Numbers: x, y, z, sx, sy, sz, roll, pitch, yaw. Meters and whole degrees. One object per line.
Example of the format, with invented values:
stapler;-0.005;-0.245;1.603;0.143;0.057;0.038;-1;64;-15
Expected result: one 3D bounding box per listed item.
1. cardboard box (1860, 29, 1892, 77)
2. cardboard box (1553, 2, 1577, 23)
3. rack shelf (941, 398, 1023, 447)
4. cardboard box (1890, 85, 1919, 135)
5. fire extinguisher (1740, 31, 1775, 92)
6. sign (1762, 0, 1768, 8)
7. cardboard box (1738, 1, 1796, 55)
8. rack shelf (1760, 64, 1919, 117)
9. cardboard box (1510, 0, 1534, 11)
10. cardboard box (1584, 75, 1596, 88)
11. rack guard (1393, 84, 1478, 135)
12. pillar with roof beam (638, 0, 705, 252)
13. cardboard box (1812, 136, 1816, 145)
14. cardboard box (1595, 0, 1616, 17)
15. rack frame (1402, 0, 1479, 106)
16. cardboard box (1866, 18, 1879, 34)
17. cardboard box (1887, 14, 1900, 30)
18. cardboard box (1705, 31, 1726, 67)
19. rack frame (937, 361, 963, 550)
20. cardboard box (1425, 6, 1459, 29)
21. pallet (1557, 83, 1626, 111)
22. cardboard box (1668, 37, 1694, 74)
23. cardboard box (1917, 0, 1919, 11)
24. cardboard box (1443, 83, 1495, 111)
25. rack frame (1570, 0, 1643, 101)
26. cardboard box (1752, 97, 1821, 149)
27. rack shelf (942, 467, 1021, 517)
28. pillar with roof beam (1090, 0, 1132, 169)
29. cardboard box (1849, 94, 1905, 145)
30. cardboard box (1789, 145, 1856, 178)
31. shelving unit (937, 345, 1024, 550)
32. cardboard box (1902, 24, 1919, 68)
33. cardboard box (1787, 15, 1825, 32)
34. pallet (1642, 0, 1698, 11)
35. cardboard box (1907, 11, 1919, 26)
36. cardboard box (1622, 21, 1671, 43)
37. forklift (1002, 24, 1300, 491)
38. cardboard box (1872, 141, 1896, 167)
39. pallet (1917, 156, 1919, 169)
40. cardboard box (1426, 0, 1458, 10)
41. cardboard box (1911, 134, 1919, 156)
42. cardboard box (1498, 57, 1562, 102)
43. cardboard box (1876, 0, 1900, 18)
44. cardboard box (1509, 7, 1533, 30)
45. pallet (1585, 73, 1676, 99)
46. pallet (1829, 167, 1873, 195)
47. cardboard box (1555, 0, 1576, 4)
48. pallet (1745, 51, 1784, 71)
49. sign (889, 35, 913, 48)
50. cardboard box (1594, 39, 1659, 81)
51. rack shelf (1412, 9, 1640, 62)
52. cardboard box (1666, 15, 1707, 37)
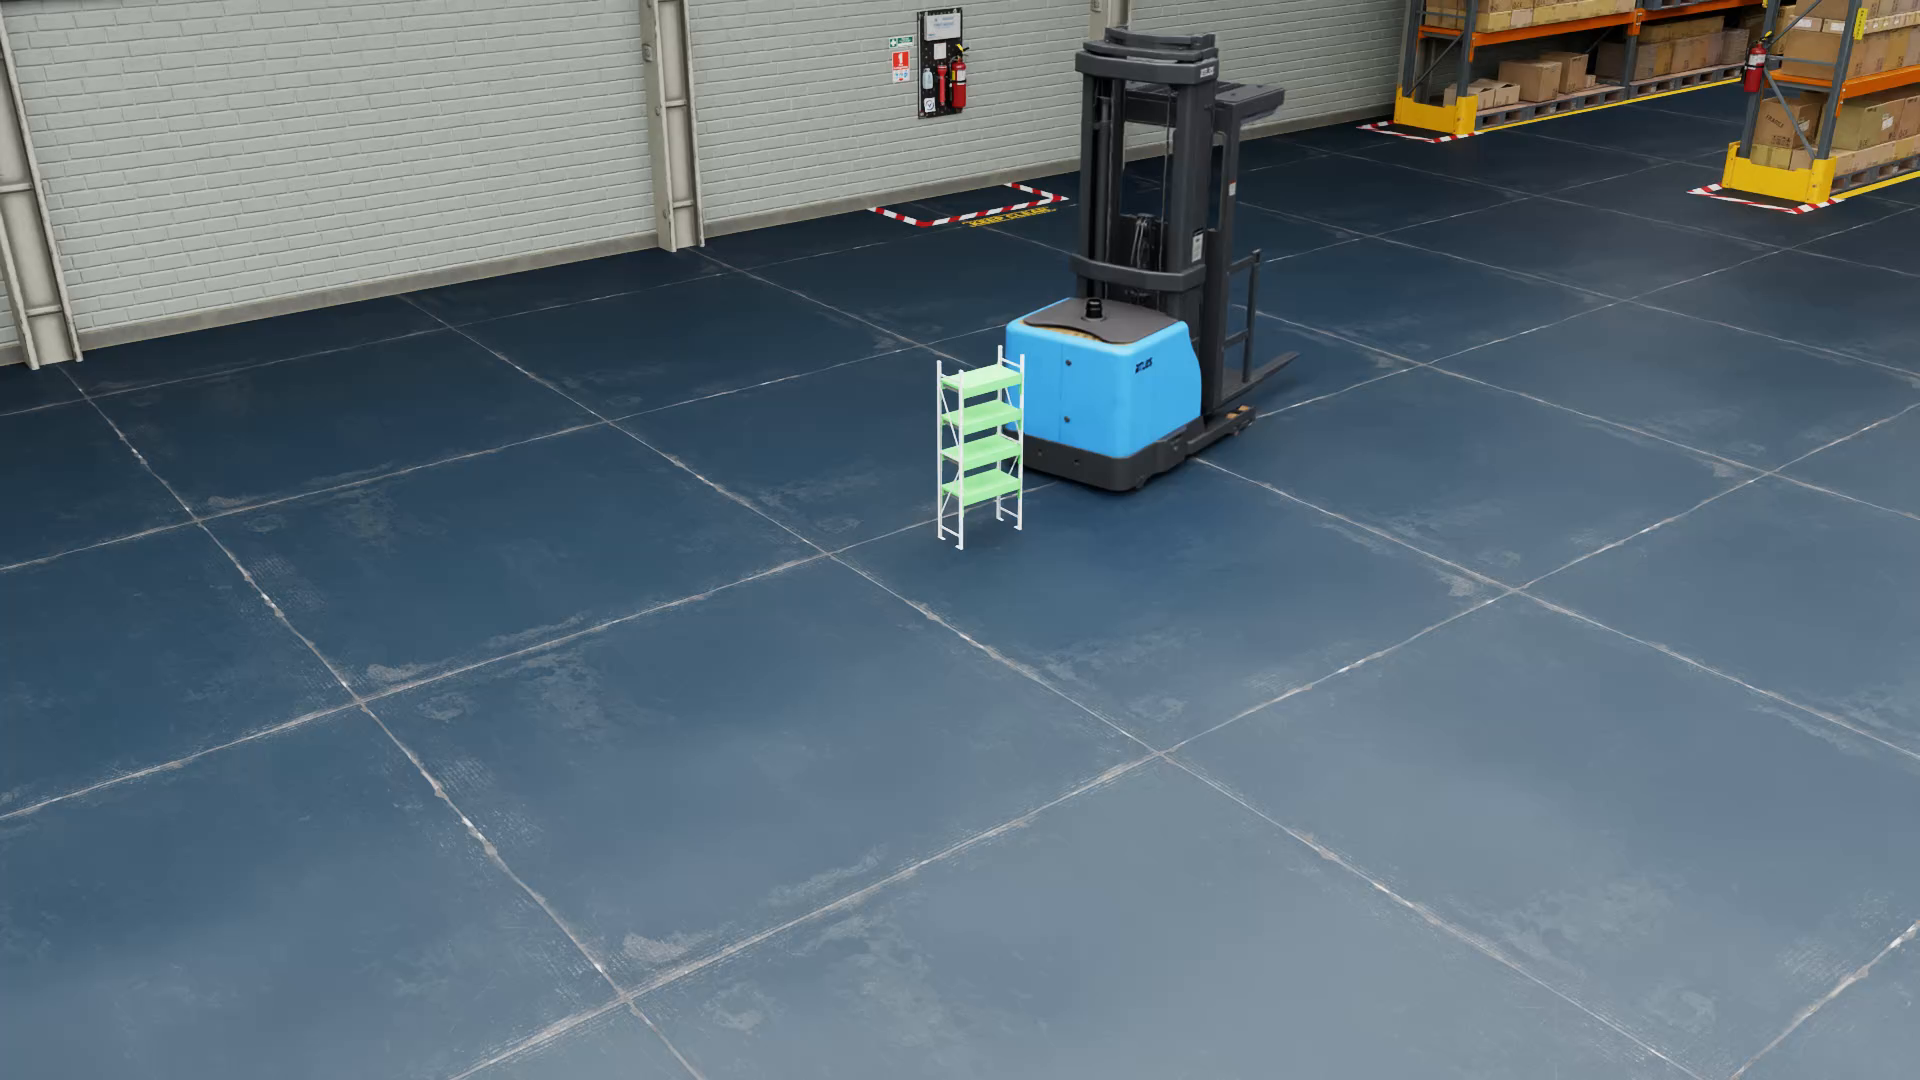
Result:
cardboard box;10.360;-5.740;19.437;0.500;0.500;0.700;-17;30;-33
cardboard box;8.298;-7.443;23.379;0.500;0.250;0.500;-18;30;-34
rack shelf;0.130;-0.747;10.516;0.480;0.148;0.258;-18;31;-34
cardboard box;11.700;-5.312;20.510;0.500;0.500;0.500;-18;31;-34
fire extinguisher;9.194;-5.528;19.190;0.183;0.674;0.296;-18;31;-34
sign;9.250;-6.256;19.010;0.005;0.325;0.100;-18;31;-34
cardboard box;13.469;-8.521;27.602;0.750;0.750;0.750;-19;31;-35
rack shelf;11.148;-5.633;20.179;4.000;0.370;1.077;-18;31;-34
cardboard box;7.471;-7.511;22.634;0.500;0.500;0.500;-18;30;-34
cardboard box;9.260;-6.884;24.864;0.380;0.166;0.250;22;33;39
rack guard;6.574;-5.966;23.011;0.348;0.500;1.175;-18;31;-34
pillar with roof beam;-0.255;-5.726;12.399;0.400;9.000;9.100;-18;31;-34
cardboard box;10.200;-4.754;20.198;0.500;0.250;0.500;-18;31;-34
cardboard box;9.079;-7.710;23.954;0.500;0.250;0.500;-18;30;-34
rack frame;6.514;-7.080;22.442;0.127;3.000;1.000;-18;31;-34
cardboard box;10.222;-5.880;18.966;0.250;0.149;0.380;-19;31;-35
cardboard box;10.619;-6.009;19.244;0.250;0.149;0.380;-19;31;-35
cardboard box;11.798;-7.924;26.708;0.500;0.500;0.700;-18;31;-34
rack frame;-0.062;-0.524;10.453;0.015;1.200;0.240;-18;31;-34
cardboard box;6.763;-7.207;22.869;0.500;0.250;0.500;-18;30;-33
pallet;9.155;-6.668;24.867;1.213;0.211;1.003;-18;31;-34
cardboard box;11.033;-7.651;26.120;0.500;0.500;0.700;-18;30;-33
cardboard box;11.192;-6.604;19.757;0.500;0.500;0.700;-18;31;-34
cardboard box;7.114;-6.210;23.238;0.500;0.311;0.500;-23;33;-40
rack frame;9.662;-8.119;24.681;0.127;3.000;1.000;-18;31;-34
cardboard box;9.812;-4.961;19.753;0.500;0.500;0.500;-18;31;-34
rack shelf;0.130;-0.312;10.718;0.480;0.148;0.258;-18;31;-34
pillar with roof beam;4.466;-7.285;15.757;0.400;9.000;9.100;-18;31;-34
cardboard box;10.911;-5.054;19.952;0.500;0.500;0.500;-18;31;-34
cardboard box;10.133;-4.449;19.540;0.500;0.250;0.500;-18;31;-34
shelving unit;0.130;-0.587;10.590;0.503;1.200;0.258;-18;31;-34
cardboard box;11.166;-6.005;20.008;0.500;0.500;0.700;-17;30;-33
cardboard box;9.757;-5.942;19.100;0.250;0.149;0.380;-19;31;-35
pallet;10.353;-8.182;25.045;1.213;0.211;1.003;-18;31;-34
cardboard box;11.028;-6.145;19.539;0.250;0.149;0.380;-19;31;-35
cardboard box;10.576;-7.837;25.629;0.500;0.250;0.500;-19;31;-35
forklift;1.586;-2.222;12.056;1.130;2.935;3.031;17;30;33
cardboard box;10.918;-4.710;20.102;0.500;0.250;0.500;-18;31;-34
pallet;12.070;-5.021;21.319;1.213;0.211;1.003;-18;31;-34
cardboard box;6.754;-7.554;22.727;0.500;0.500;0.500;-19;31;-35
cardboard box;11.708;-4.968;20.659;0.500;0.250;0.500;-18;31;-34
cardboard box;8.171;-6.618;23.893;0.500;0.500;0.700;-21;32;-37
cardboard box;10.402;-6.343;19.194;0.500;0.500;0.700;-19;31;-35
cardboard box;7.494;-7.182;22.817;0.500;0.250;0.500;-19;31;-36
pallet;10.274;-7.057;25.705;1.213;0.211;1.003;-18;31;-34
pallet;10.150;-4.388;19.953;1.213;0.211;1.003;-18;31;-34
cardboard box;8.280;-7.781;23.216;0.500;0.500;0.500;-17;30;-32
pallet;13.477;-8.073;27.894;1.213;0.211;1.003;-18;31;-34
sign;-0.648;-5.506;18.378;0.331;0.109;0.001;-18;31;-34
cardboard box;10.231;-7.381;25.538;0.500;0.500;0.700;-17;30;-32
rack shelf;8.088;-7.273;23.713;4.000;0.370;1.077;-18;31;-34
cardboard box;11.386;-8.097;26.189;0.500;0.250;0.500;-18;31;-34
